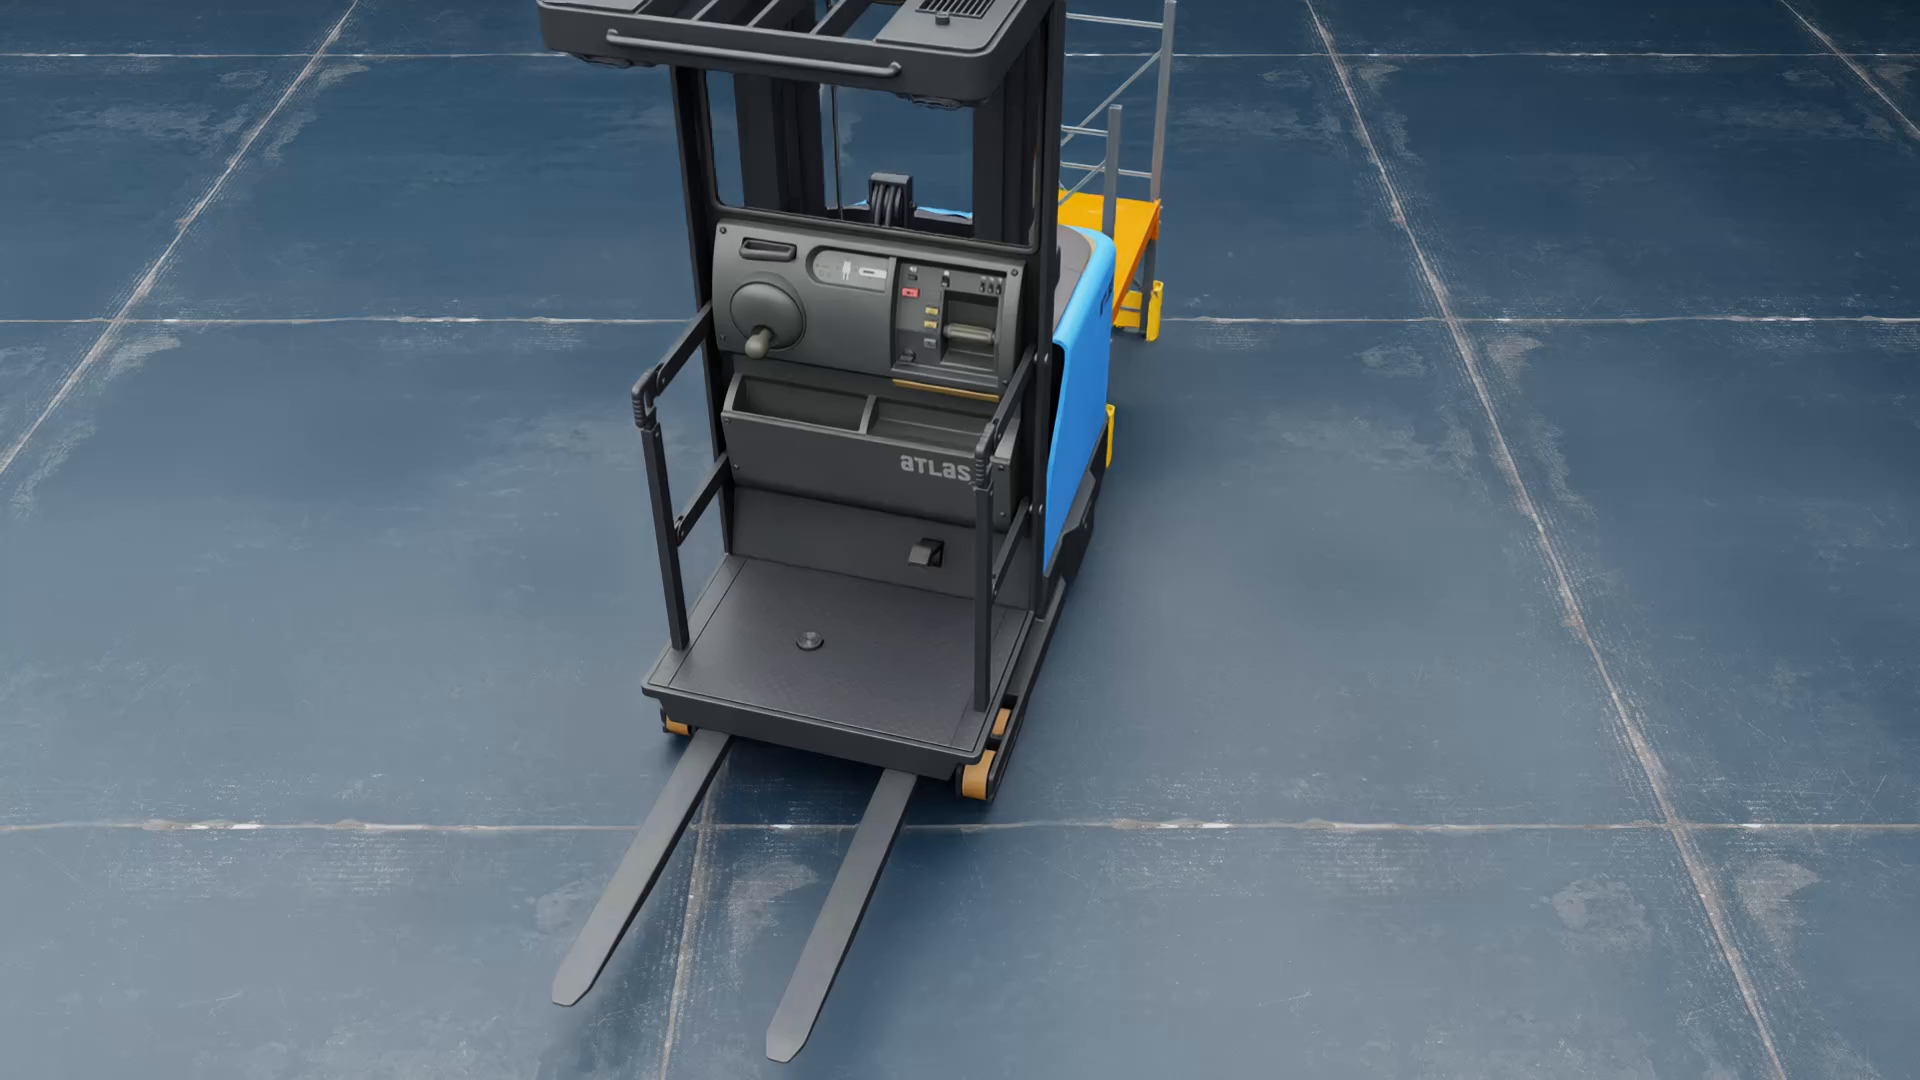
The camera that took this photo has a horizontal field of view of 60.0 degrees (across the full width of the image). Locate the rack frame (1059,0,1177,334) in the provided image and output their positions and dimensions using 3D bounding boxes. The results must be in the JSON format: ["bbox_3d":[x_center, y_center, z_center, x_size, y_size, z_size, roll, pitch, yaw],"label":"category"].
[{"bbox_3d":[0.601,-1.553,6.988,0.500,1.500,0.032,10,40,13],"label":"rack frame"}]

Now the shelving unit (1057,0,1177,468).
[{"bbox_3d":[0.456,-1.242,6.601,0.587,1.500,1.083,10,40,13],"label":"shelving unit"}]

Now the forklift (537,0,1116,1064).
[{"bbox_3d":[-0.334,-0.605,4.661,1.130,2.935,3.031,10,40,13],"label":"forklift"}]

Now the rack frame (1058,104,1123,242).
[{"bbox_3d":[0.315,-0.943,6.227,0.500,1.500,0.032,10,40,13],"label":"rack frame"}]

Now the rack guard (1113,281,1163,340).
[{"bbox_3d":[0.596,-1.053,7.365,0.587,0.250,0.087,10,40,13],"label":"rack guard"}]

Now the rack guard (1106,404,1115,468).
[{"bbox_3d":[0.316,-0.456,6.619,0.587,0.250,0.087,10,40,13],"label":"rack guard"}]

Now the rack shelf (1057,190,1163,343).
[{"bbox_3d":[0.458,-1.107,6.720,0.538,0.185,1.000,10,40,13],"label":"rack shelf"}]
